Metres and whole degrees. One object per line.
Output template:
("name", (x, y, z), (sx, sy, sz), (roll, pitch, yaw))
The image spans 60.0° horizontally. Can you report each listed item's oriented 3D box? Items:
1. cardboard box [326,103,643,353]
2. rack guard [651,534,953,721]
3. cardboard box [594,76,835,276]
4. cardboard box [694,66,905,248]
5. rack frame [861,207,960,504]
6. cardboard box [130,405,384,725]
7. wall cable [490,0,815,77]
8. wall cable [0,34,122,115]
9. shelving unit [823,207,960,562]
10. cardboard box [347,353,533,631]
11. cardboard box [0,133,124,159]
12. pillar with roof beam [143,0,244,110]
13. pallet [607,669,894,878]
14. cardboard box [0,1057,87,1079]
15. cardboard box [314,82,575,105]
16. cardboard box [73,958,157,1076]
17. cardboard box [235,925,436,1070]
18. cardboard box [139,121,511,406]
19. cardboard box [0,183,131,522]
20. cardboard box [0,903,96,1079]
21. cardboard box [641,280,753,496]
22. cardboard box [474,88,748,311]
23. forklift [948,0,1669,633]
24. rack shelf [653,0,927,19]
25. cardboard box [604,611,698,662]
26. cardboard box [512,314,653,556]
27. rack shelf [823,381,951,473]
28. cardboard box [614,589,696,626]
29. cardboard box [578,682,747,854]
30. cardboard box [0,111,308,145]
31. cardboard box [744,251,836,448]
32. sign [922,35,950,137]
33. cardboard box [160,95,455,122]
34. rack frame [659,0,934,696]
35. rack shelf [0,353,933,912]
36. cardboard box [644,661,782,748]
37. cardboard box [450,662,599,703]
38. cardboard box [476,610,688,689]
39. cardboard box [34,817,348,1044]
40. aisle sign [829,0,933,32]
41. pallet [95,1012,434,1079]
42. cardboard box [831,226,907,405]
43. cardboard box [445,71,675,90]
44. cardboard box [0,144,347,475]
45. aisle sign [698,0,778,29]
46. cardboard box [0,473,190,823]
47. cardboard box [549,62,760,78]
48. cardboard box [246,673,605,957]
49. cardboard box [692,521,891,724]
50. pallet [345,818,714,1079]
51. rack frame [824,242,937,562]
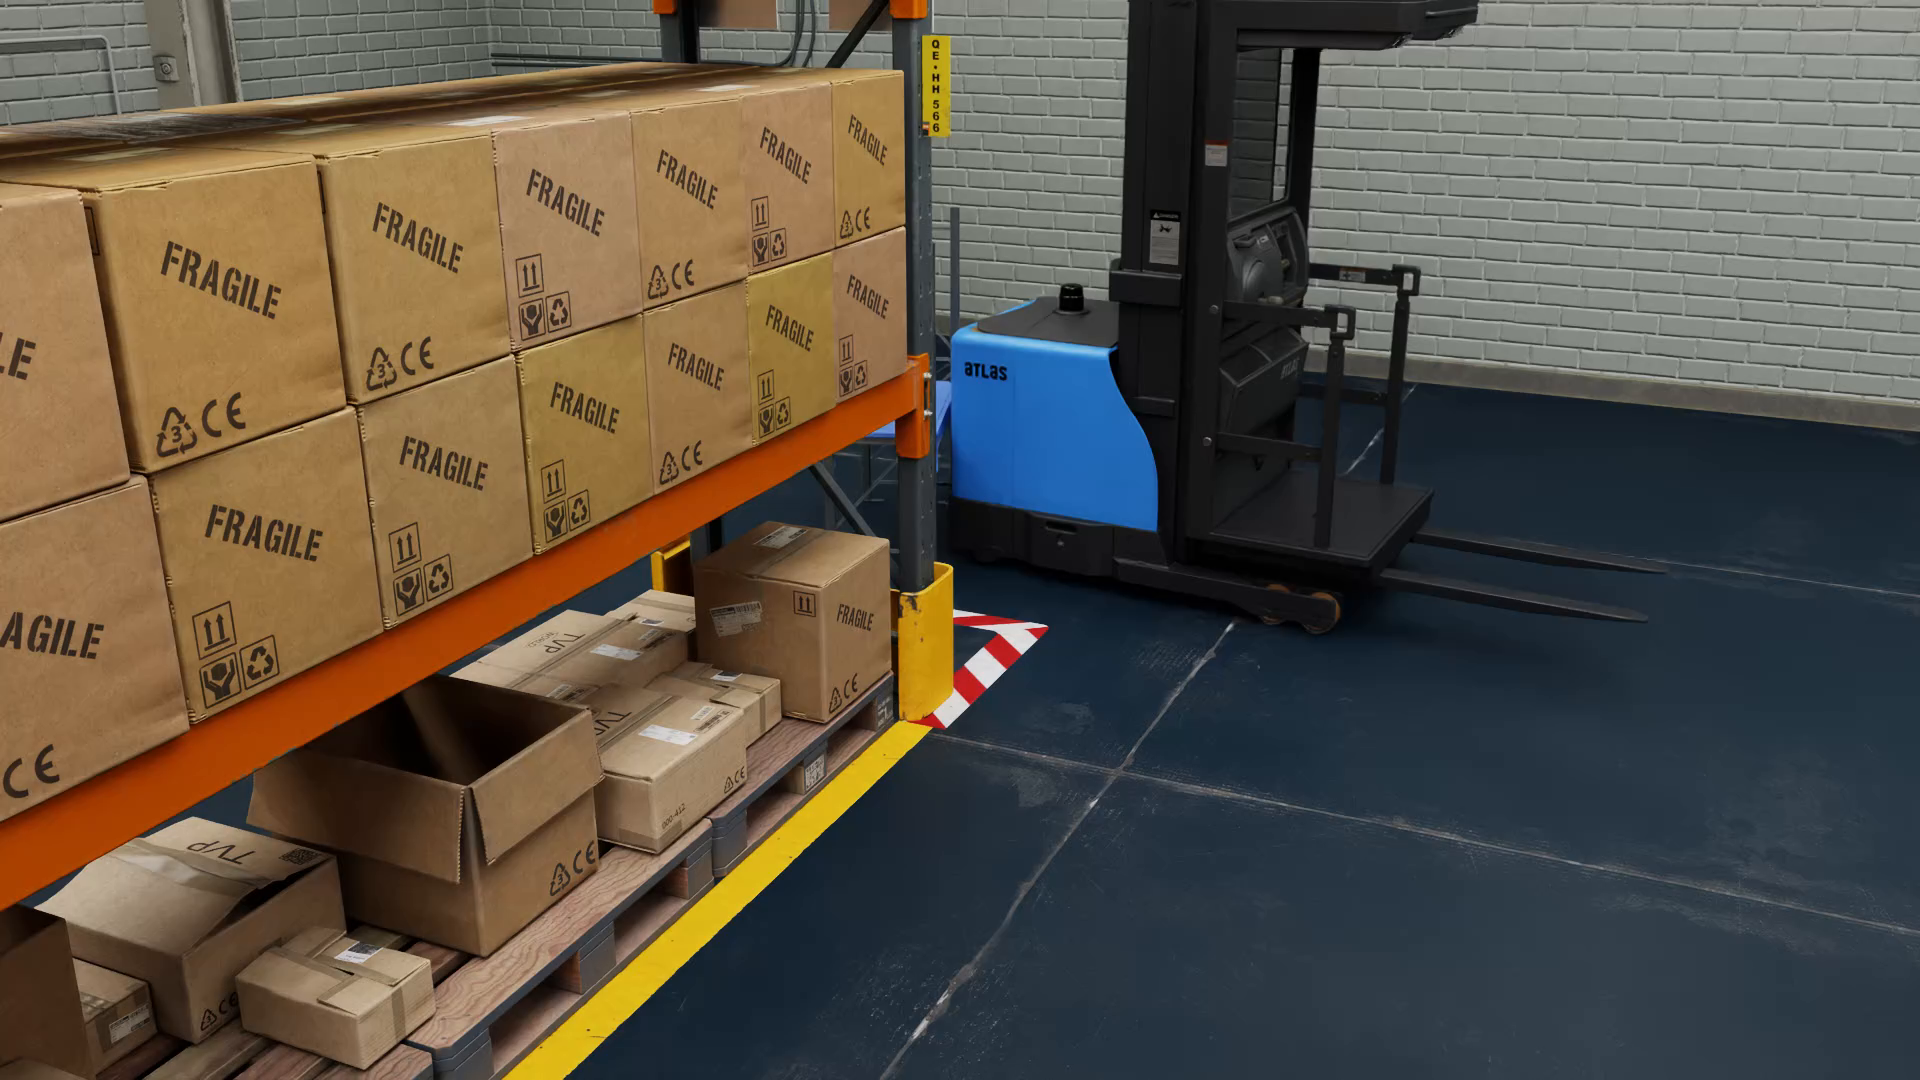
("cardboard box", (-1.133, -0.771, 4.019), (0.500, 0.500, 0.500), (9, 22, 24))
("rack guard", (-0.608, 0.304, 6.369), (1.175, 0.500, 0.348), (9, 21, 23))
("cardboard box", (-0.714, -1.087, 4.908), (0.500, 0.500, 0.500), (9, 22, 24))
("cardboard box", (-0.508, -1.242, 5.342), (0.500, 0.500, 0.500), (8, 21, 22))
("rack frame", (-0.252, -0.899, 8.260), (0.500, 1.500, 0.032), (2, 20, 5))
("cardboard box", (-1.551, 0.003, 3.335), (0.500, 0.500, 0.500), (9, 21, 24))
("wall cable", (-2.455, -4.619, 12.162), (3.097, 2.526, 0.112), (9, 21, 23))
("wall cable", (-5.436, -2.576, 9.219), (0.084, 1.984, 1.851), (9, 21, 23))
("shelving unit", (-0.304, -0.730, 7.783), (0.538, 1.500, 1.048), (2, 20, 5))
("cardboard box", (-1.344, -0.150, 3.764), (0.500, 0.500, 0.500), (8, 21, 22))
("cardboard box", (-2.037, -0.540, 3.369), (0.500, 0.500, 0.500), (8, 21, 22))
("pillar with roof beam", (-0.854, -4.756, 7.912), (9.100, 9.000, 0.400), (9, 21, 23))
("pallet", (-0.934, 0.684, 5.732), (1.003, 0.211, 1.213), (9, 21, 23))
("cardboard box", (-1.846, 1.286, 3.231), (0.500, 0.311, 0.500), (9, 21, 23))
("cardboard box", (-1.416, -1.003, 4.671), (0.500, 0.500, 0.500), (9, 21, 23))
("cardboard box", (-2.141, 1.125, 3.926), (0.380, 0.149, 0.250), (9, 21, 23))
("cardboard box", (-1.500, 1.089, 4.003), (0.380, 0.166, 0.250), (9, 21, 23))
("cardboard box", (-1.343, -0.613, 3.575), (0.500, 0.500, 0.500), (8, 21, 21))
("cardboard box", (-1.765, -0.298, 2.689), (0.500, 0.500, 0.500), (9, 22, 24))
("cardboard box", (-2.240, 1.083, 3.521), (0.500, 0.500, 0.500), (9, 21, 23))
("cardboard box", (-0.930, -0.459, 4.635), (0.500, 0.500, 0.500), (9, 21, 23))
("cardboard box", (-0.922, -0.928, 4.460), (0.500, 0.500, 0.500), (9, 22, 24))
("forklift", (1.485, -1.199, 6.965), (3.031, 2.935, 1.130), (10, 22, 27))
("rack shelf", (-1.396, -1.360, 3.914), (1.077, 0.370, 4.000), (9, 21, 23))
("cardboard box", (-1.164, 0.388, 5.974), (0.380, 0.166, 0.250), (9, 21, 23))
("cardboard box", (-1.137, -0.305, 4.201), (0.500, 0.500, 0.500), (8, 21, 22))
("rack shelf", (-0.304, -0.561, 7.843), (0.538, 0.185, 1.000), (2, 20, 5))
("cardboard box", (-1.062, 0.319, 6.192), (0.380, 0.149, 0.250), (9, 21, 23))
("cardboard box", (-0.991, 0.677, 5.035), (0.500, 0.250, 0.500), (9, 21, 23))
("cardboard box", (-1.830, -0.694, 3.802), (0.500, 0.500, 0.500), (9, 21, 23))
("cardboard box", (-0.721, -0.611, 5.061), (0.500, 0.500, 0.500), (9, 21, 23))
("sign", (-0.079, -1.509, 5.537), (0.100, 0.325, 0.005), (9, 21, 23))
("cardboard box", (-1.623, -0.848, 4.234), (0.500, 0.500, 0.500), (8, 21, 22))
("rack frame", (-0.577, -0.897, 6.015), (1.000, 3.000, 0.127), (9, 21, 23))
("rack shelf", (-1.396, 0.053, 4.417), (1.077, 0.370, 4.000), (9, 21, 23))
("cardboard box", (-0.823, 0.542, 5.541), (0.380, 0.166, 0.250), (9, 21, 23))
("cardboard box", (-1.468, 0.624, 5.185), (0.500, 0.250, 0.500), (9, 21, 23))
("cardboard box", (-1.263, 0.471, 5.615), (0.500, 0.250, 0.500), (9, 21, 23))
("cardboard box", (-1.933, 0.943, 4.198), (0.500, 0.311, 0.500), (9, 21, 23))
("aisle sign", (-0.269, -2.101, 5.520), (0.394, 0.787, 0.004), (9, 21, 23))
("pallet", (-1.933, 1.430, 3.634), (1.003, 0.211, 1.213), (9, 21, 23))
("cardboard box", (-0.512, -0.770, 5.509), (0.500, 0.500, 0.500), (9, 22, 24))
("cardboard box", (-1.206, -1.155, 5.099), (0.500, 0.500, 0.500), (9, 21, 23))
("cardboard box", (-1.554, -0.456, 3.133), (0.500, 0.500, 0.500), (8, 21, 21))
("aisle sign", (-0.817, -2.183, 5.752), (0.394, 0.787, 0.004), (9, 21, 23))
("cardboard box", (-1.757, 0.160, 2.893), (0.500, 0.500, 0.500), (9, 22, 24))
("cardboard box", (-0.999, -1.316, 5.551), (0.500, 0.500, 0.500), (9, 22, 24))
("cardboard box", (-1.450, 0.719, 4.539), (0.797, 0.503, 0.637), (9, 21, 23))
("cardboard box", (-0.575, 0.273, 5.798), (0.500, 0.500, 0.500), (9, 21, 23))
("pallet", (-1.434, 1.055, 4.687), (1.003, 0.211, 1.213), (9, 21, 23))
("rack frame", (-0.355, -0.561, 7.307), (0.500, 1.500, 0.032), (2, 20, 5))
